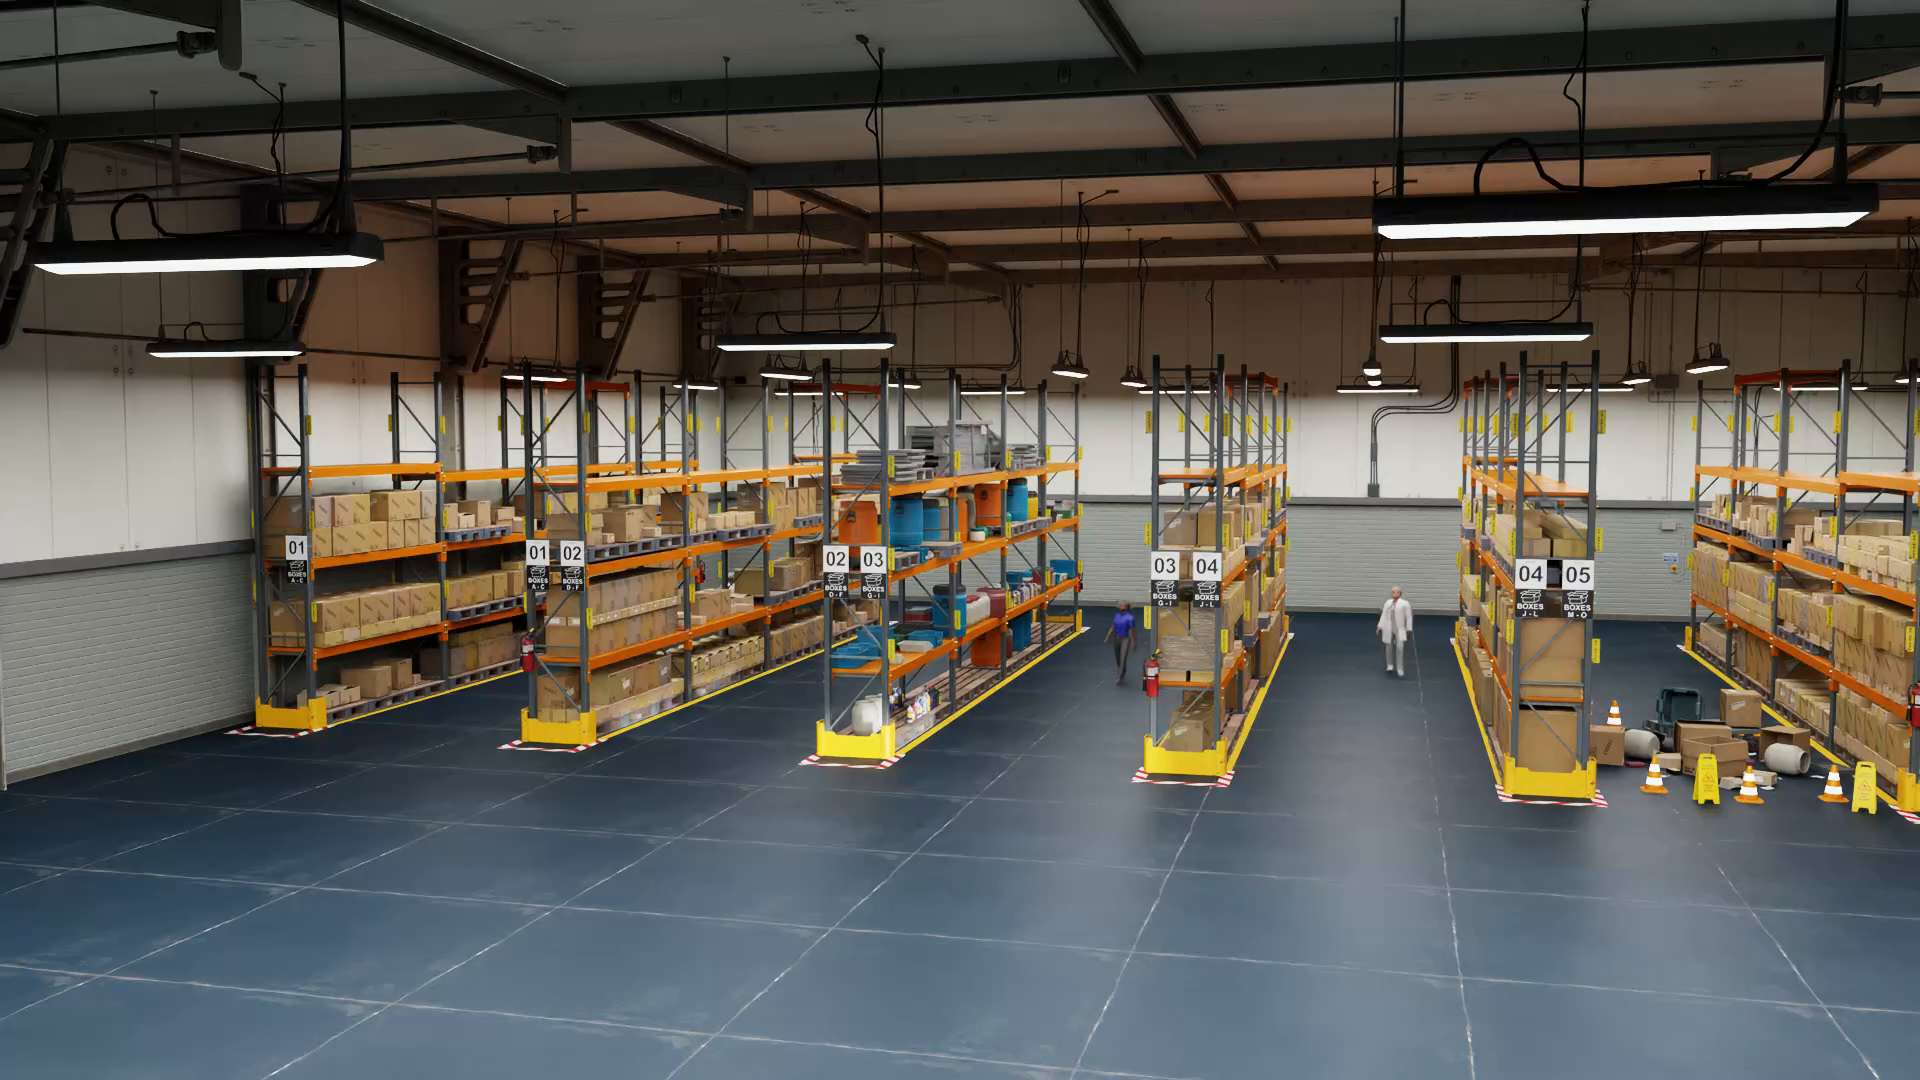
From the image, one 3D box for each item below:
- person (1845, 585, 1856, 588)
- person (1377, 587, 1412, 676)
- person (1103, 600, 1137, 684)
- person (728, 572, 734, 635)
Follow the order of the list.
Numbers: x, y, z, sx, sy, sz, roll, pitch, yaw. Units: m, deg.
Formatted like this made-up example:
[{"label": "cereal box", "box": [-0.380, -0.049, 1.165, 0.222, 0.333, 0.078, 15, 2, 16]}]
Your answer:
[{"label": "person", "box": [19.925, 1.566, 37.271, 1.053, 1.748, 0.643, 1, 4, 12]}, {"label": "person", "box": [8.725, 1.811, 33.400, 0.698, 1.728, 1.026, 1, 4, 13]}, {"label": "person", "box": [3.129, 2.009, 32.365, 0.597, 1.511, 1.021, 2, 4, 25]}, {"label": "person", "box": [-5.143, 1.564, 37.651, 0.542, 1.690, 0.485, 2, 4, 22]}]
